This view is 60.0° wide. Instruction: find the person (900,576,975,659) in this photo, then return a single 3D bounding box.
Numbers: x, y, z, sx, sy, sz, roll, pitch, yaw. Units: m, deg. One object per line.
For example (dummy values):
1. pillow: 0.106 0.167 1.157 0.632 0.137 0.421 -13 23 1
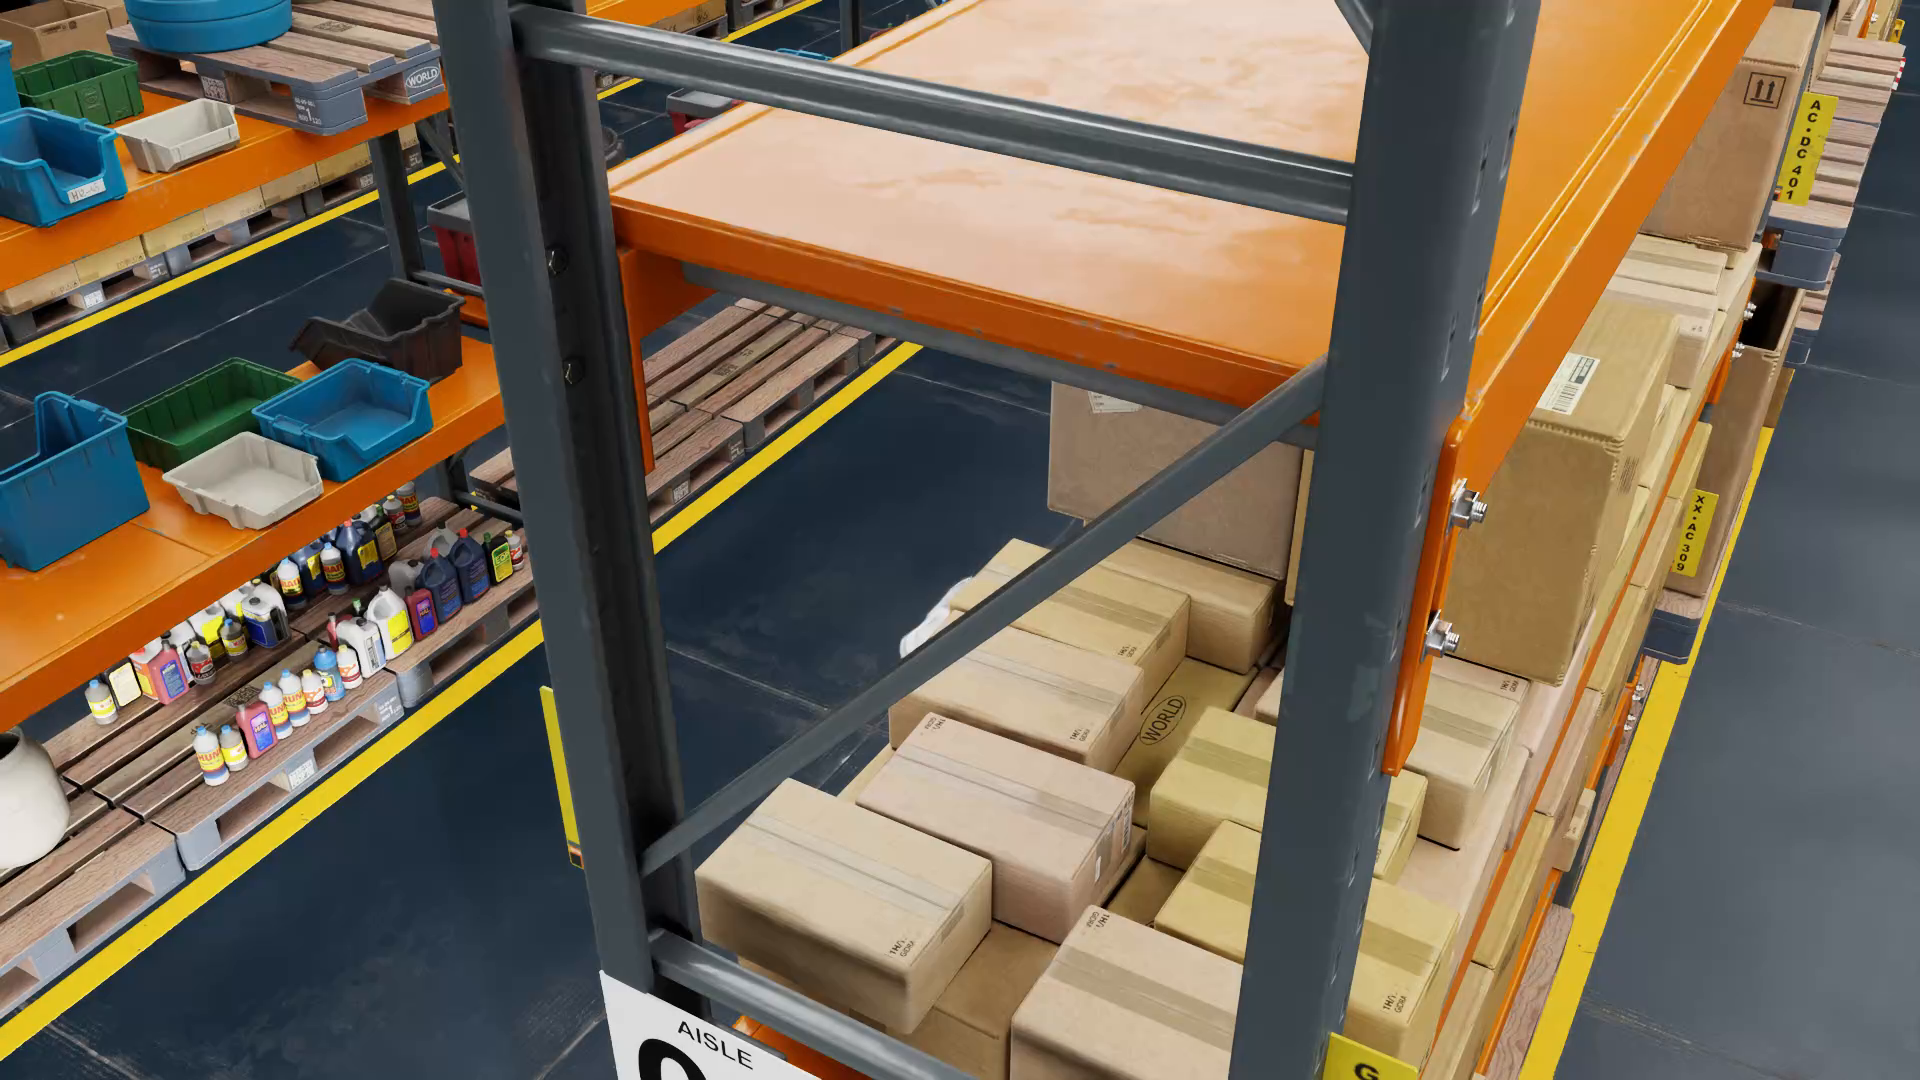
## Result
1. person: 0.027 0.695 6.999 0.541 1.042 1.029 16 37 22
